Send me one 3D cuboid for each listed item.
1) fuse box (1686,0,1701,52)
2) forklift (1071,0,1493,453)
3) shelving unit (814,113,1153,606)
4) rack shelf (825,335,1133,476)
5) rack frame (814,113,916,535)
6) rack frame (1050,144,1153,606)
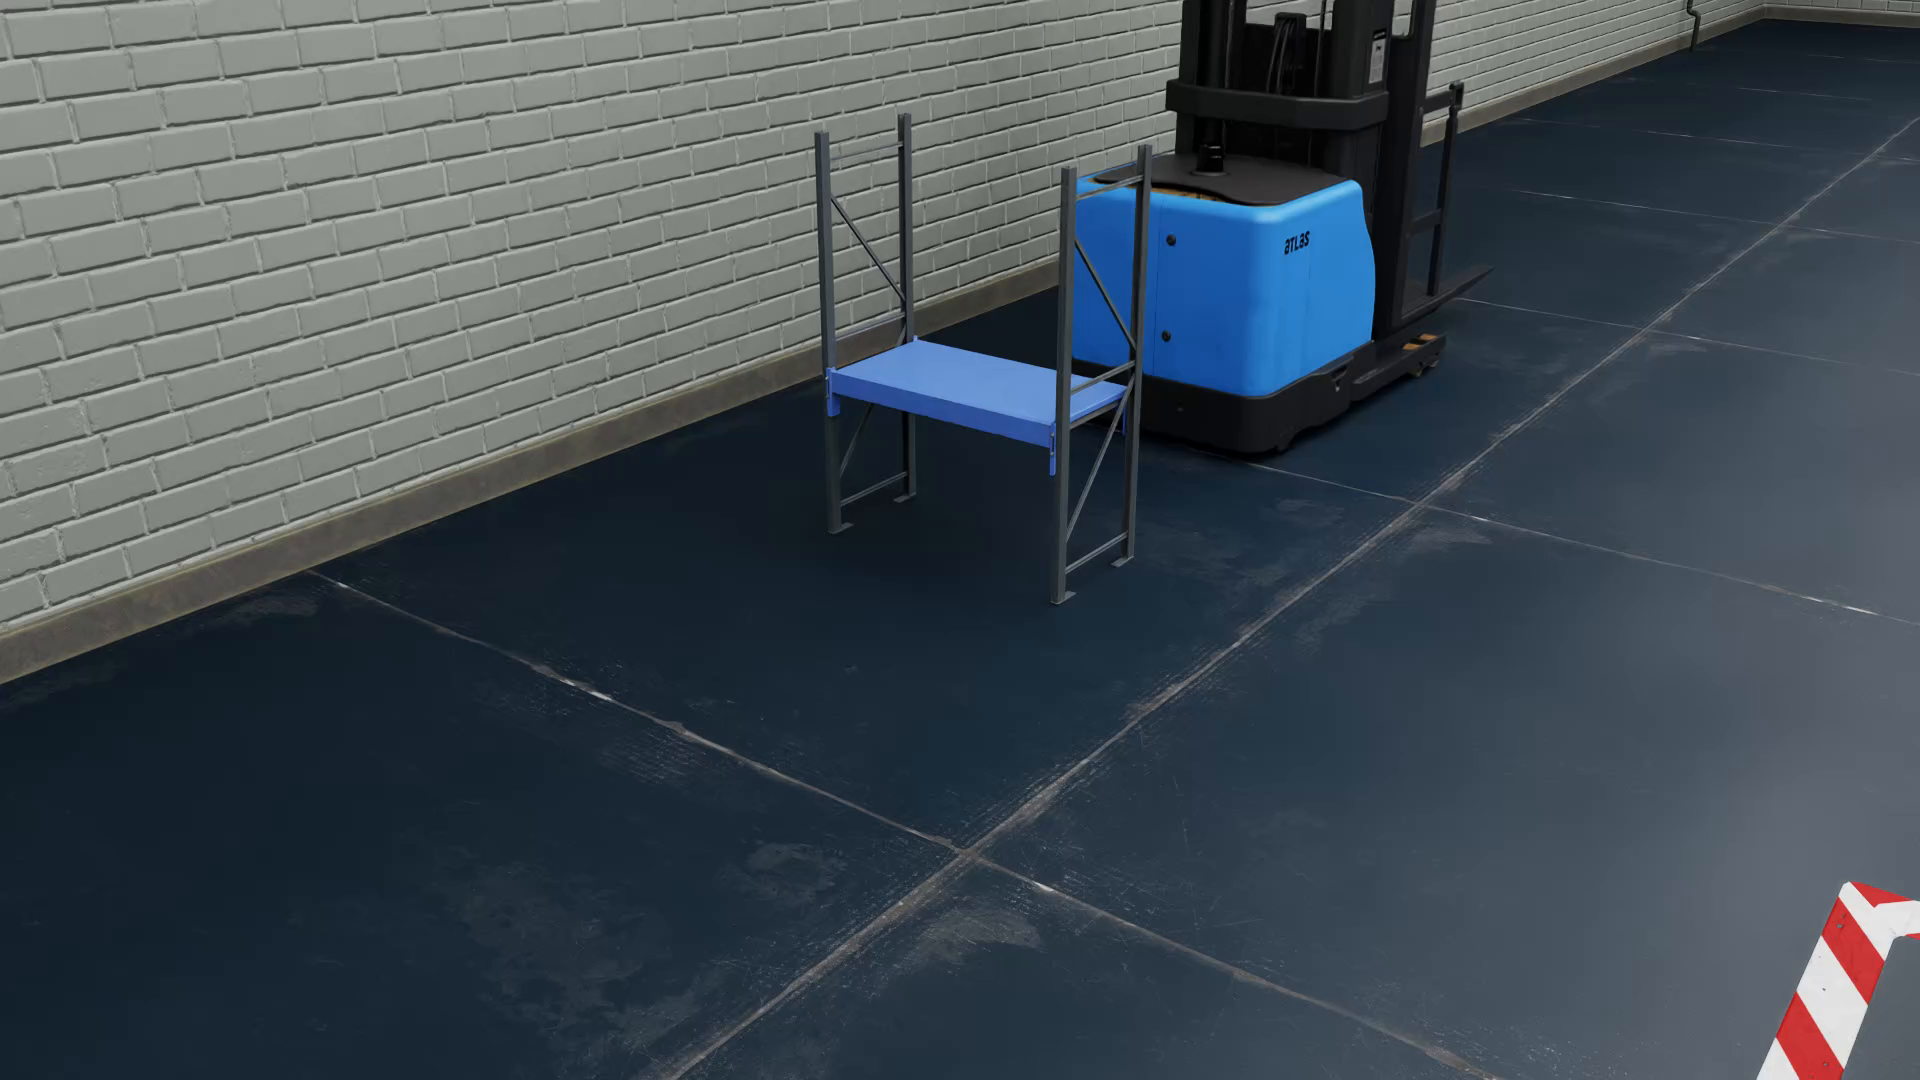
[{"bbox_3d":[8.292,-6.288,18.400,0.414,1.711,0.539,17,29,33],"label":"fuse box"},{"bbox_3d":[1.732,-2.232,7.680,1.130,2.935,3.031,17,29,34],"label":"forklift"},{"bbox_3d":[0.068,-0.666,5.901,1.048,1.500,0.538,17,29,33],"label":"shelving unit"},{"bbox_3d":[0.068,-0.501,5.973,1.000,0.185,0.538,17,29,33],"label":"rack shelf"},{"bbox_3d":[-0.339,-0.789,6.180,0.032,1.500,0.500,17,29,33],"label":"rack frame"},{"bbox_3d":[0.475,-0.543,5.622,0.032,1.500,0.500,17,29,33],"label":"rack frame"}]
